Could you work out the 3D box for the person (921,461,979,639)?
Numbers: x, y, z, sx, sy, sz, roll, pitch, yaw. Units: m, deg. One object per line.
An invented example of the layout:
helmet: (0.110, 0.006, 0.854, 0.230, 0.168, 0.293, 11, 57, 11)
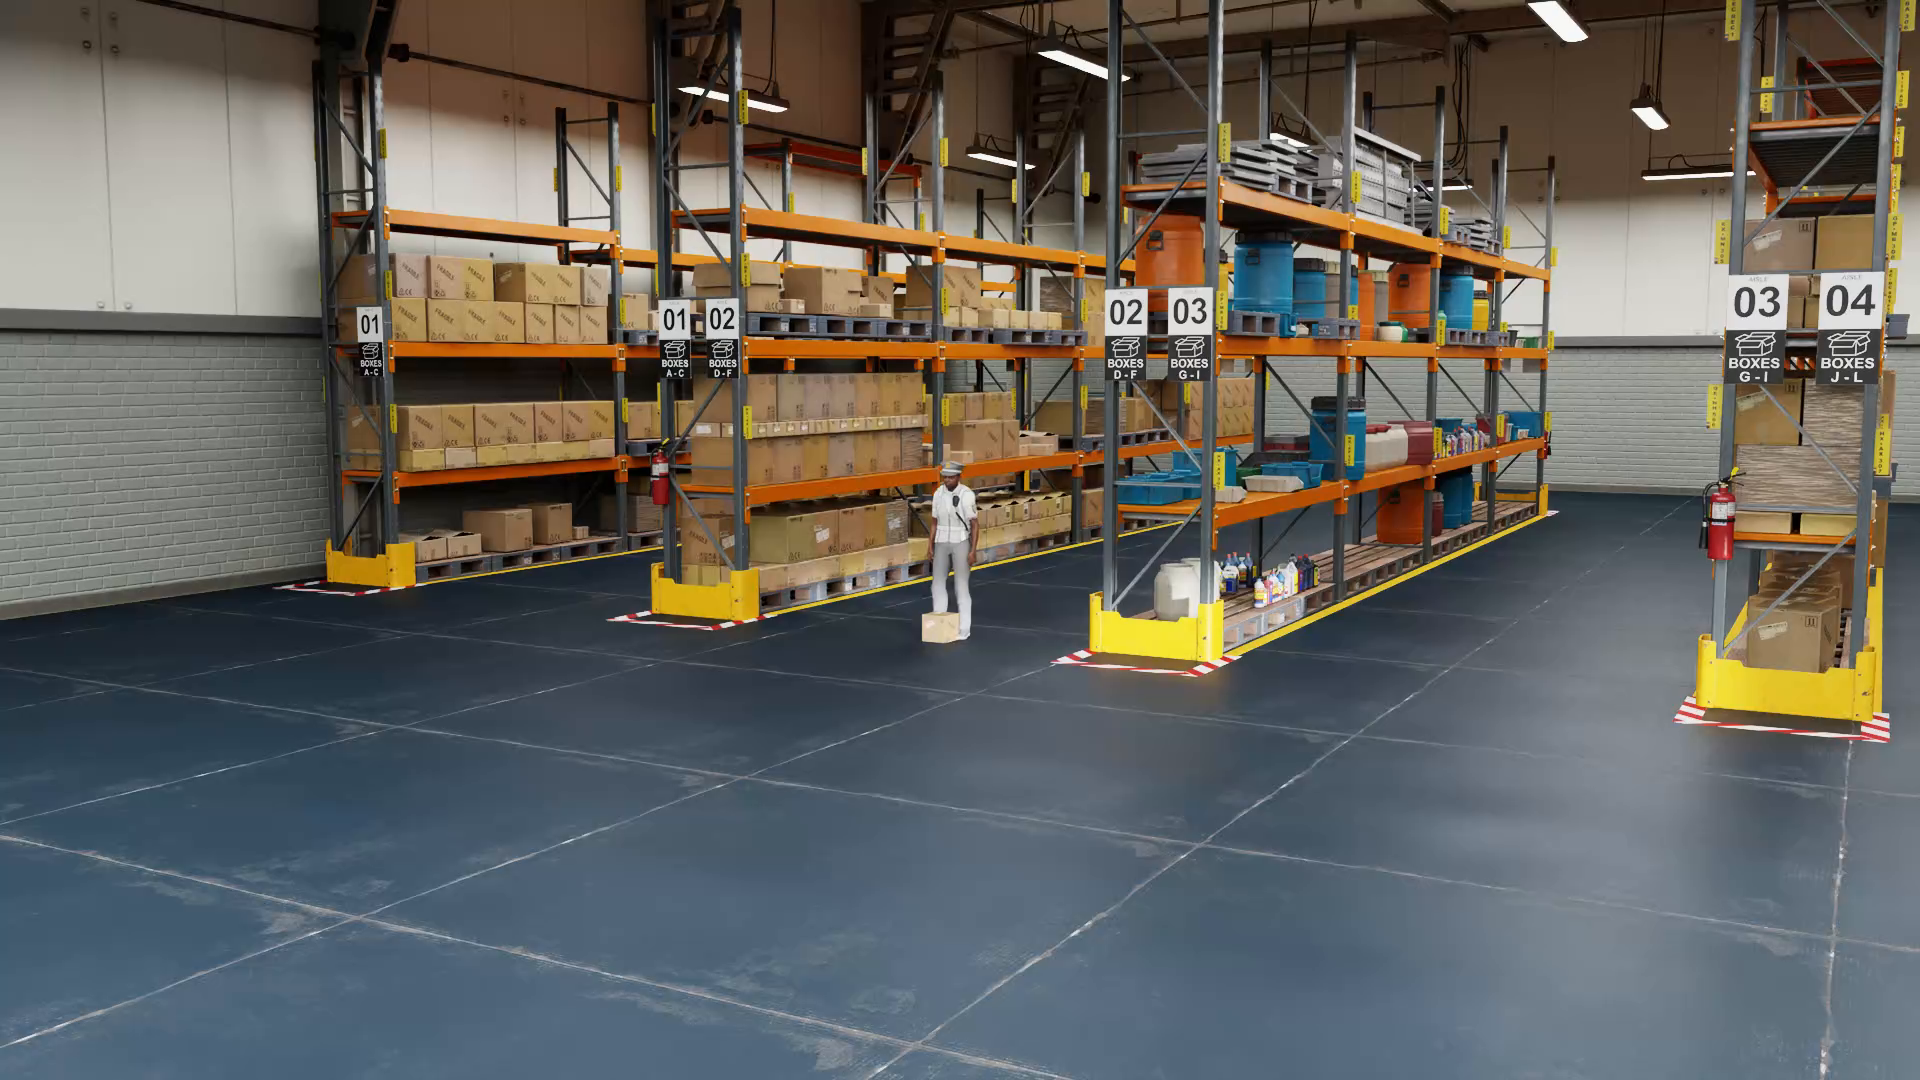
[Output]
person: (-0.076, 0.084, 15.556, 0.529, 1.663, 0.392, 3, 7, 26)
